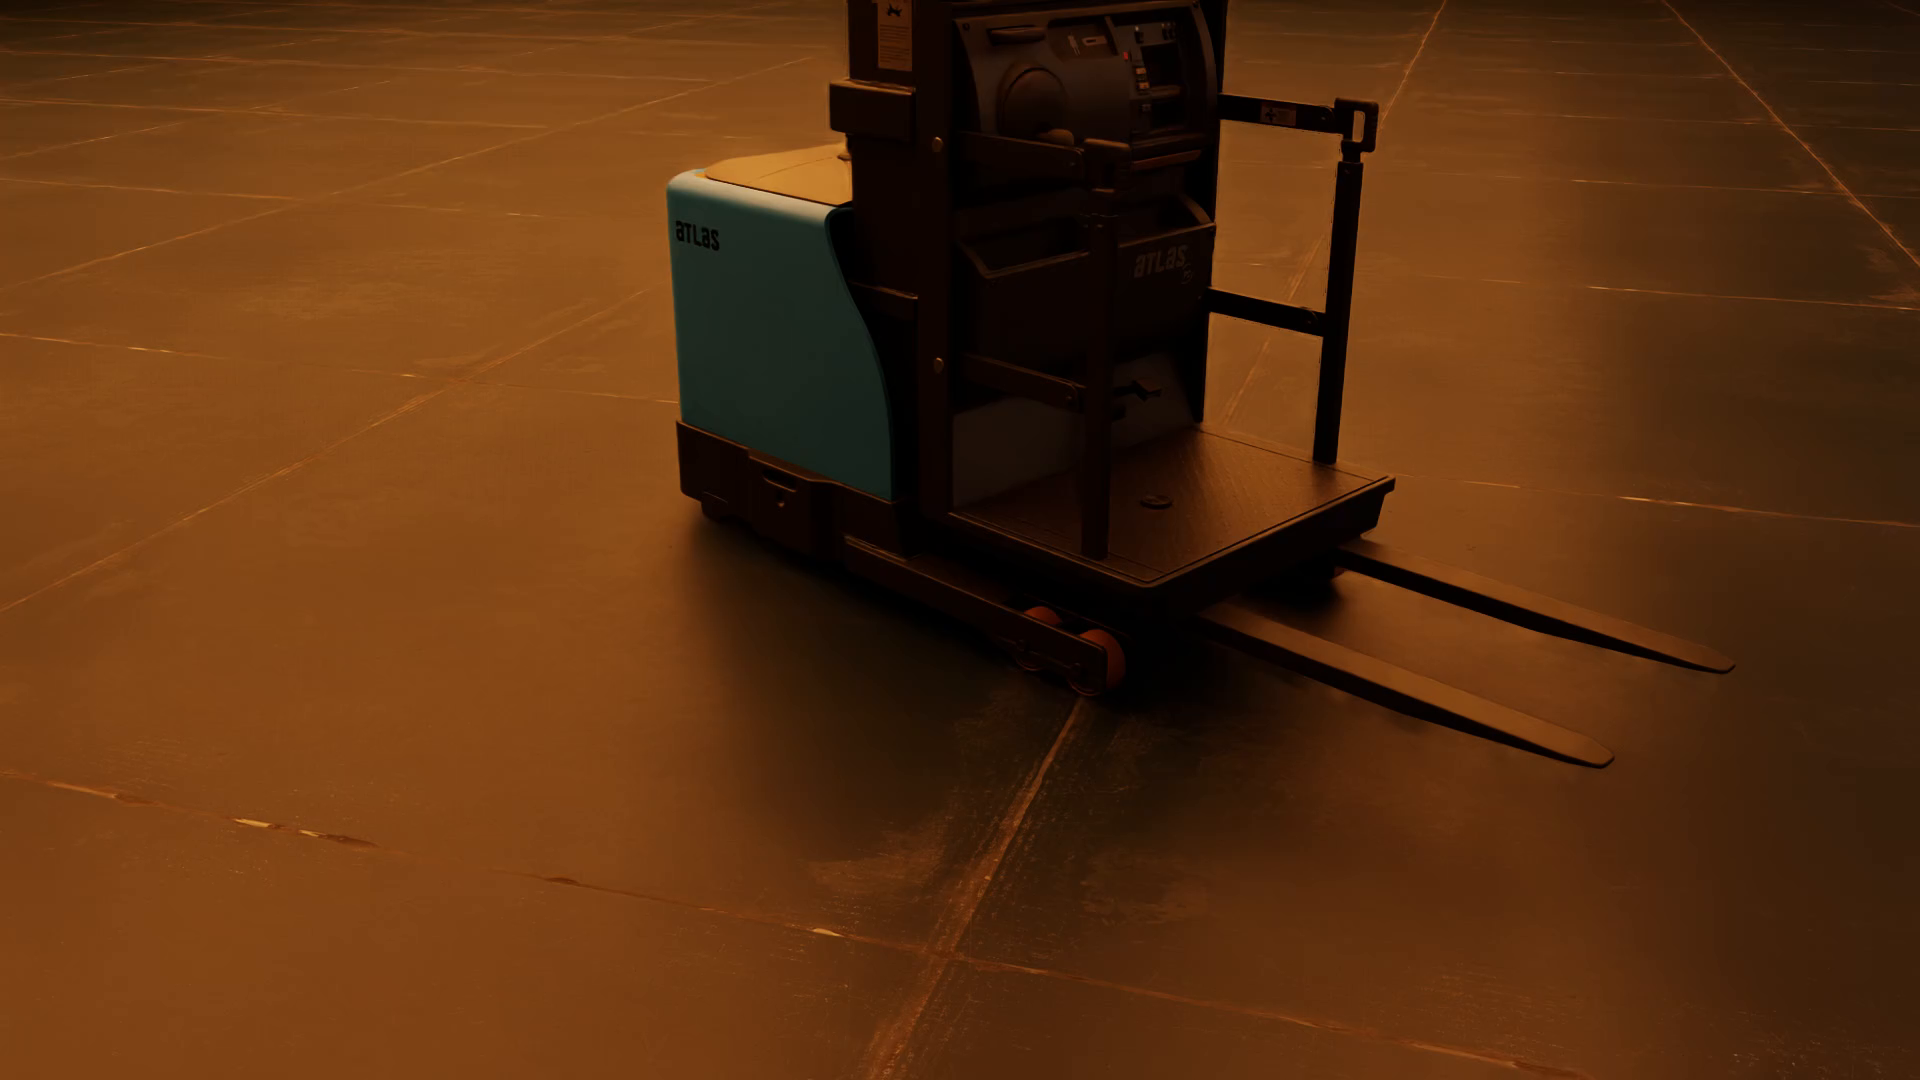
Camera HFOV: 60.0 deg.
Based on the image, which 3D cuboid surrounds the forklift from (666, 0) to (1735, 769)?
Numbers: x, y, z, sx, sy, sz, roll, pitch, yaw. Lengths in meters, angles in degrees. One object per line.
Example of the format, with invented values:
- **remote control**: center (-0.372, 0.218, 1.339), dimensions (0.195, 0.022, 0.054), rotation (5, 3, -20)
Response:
- **forklift**: center (0.494, -1.185, 4.149), dimensions (1.130, 2.935, 3.031), rotation (-21, 30, -40)
